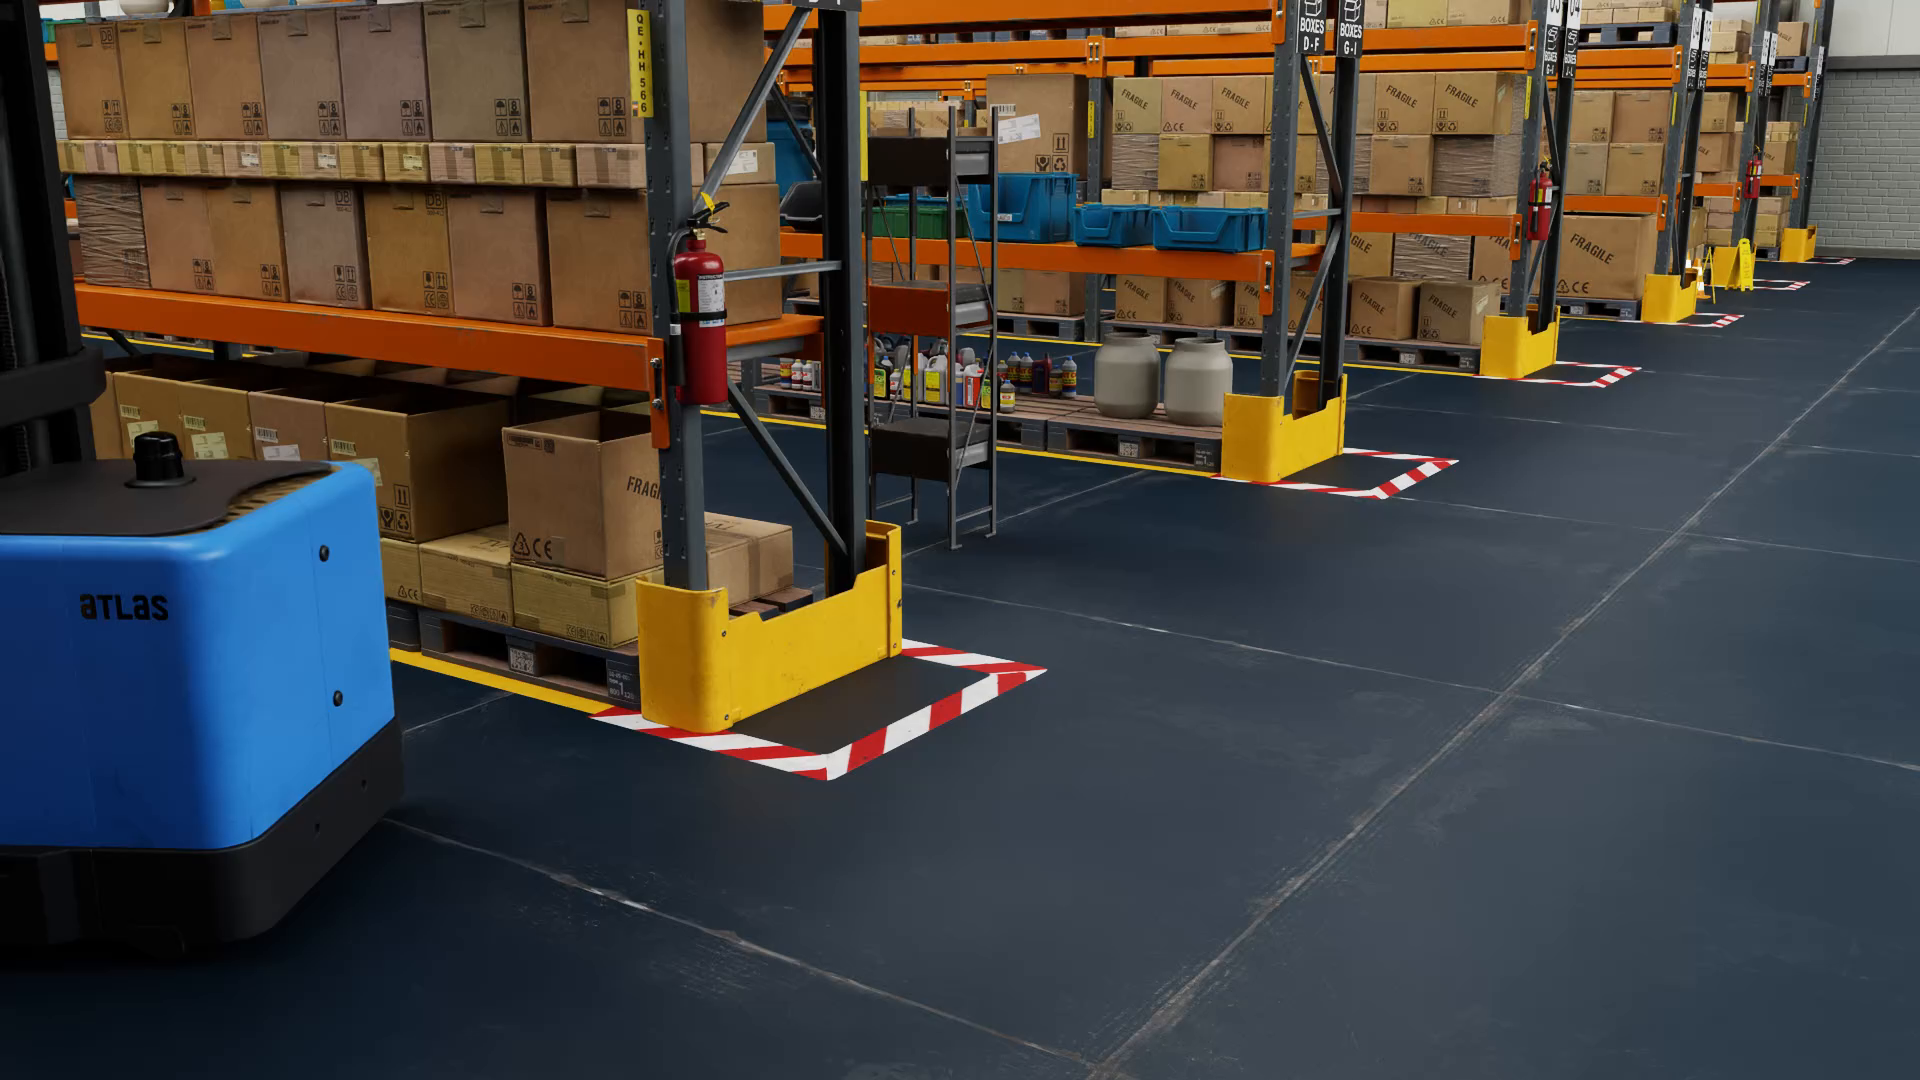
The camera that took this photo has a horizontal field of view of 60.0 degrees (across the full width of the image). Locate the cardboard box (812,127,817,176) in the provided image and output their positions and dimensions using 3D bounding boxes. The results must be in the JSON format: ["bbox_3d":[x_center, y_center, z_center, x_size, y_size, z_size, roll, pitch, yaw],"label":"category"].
[{"bbox_3d":[-1.328,-4.168,17.837,0.500,0.500,0.500,7,15,26],"label":"cardboard box"}]

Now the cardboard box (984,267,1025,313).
[{"bbox_3d":[0.638,-2.599,16.864,0.500,0.500,0.700,9,17,32],"label":"cardboard box"}]

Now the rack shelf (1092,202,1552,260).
[{"bbox_3d":[3.181,-2.827,14.996,4.000,0.370,1.077,9,17,33],"label":"rack shelf"}]

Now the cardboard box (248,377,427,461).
[{"bbox_3d":[-2.555,-0.377,6.892,0.500,0.500,0.500,9,17,33],"label":"cardboard box"}]

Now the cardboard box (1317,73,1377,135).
[{"bbox_3d":[3.414,-3.744,14.296,0.500,0.500,0.500,9,17,33],"label":"cardboard box"}]

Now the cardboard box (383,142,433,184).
[{"bbox_3d":[-1.971,-1.448,6.372,0.250,0.149,0.380,10,17,35],"label":"cardboard box"}]

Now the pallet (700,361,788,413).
[{"bbox_3d":[-1.917,-1.200,12.733,1.213,0.211,1.003,9,17,33],"label":"pallet"}]

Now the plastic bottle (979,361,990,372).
[{"bbox_3d":[0.172,-1.034,10.997,0.133,0.283,0.061,9,17,33],"label":"plastic bottle"}]

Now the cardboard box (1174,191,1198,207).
[{"bbox_3d":[2.167,-3.137,15.278,0.250,0.149,0.380,9,17,33],"label":"cardboard box"}]

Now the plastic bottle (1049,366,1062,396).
[{"bbox_3d":[0.659,-1.094,11.410,0.097,0.201,0.097,0,14,0],"label":"plastic bottle"}]

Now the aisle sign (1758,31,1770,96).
[{"bbox_3d":[10.260,-6.079,21.229,0.004,0.787,0.394,9,17,33],"label":"aisle sign"}]

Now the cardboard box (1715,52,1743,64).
[{"bbox_3d":[9.919,-6.210,21.446,0.250,0.149,0.380,9,17,33],"label":"cardboard box"}]

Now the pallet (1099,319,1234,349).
[{"bbox_3d":[2.098,-2.007,15.993,1.213,0.211,1.003,9,17,33],"label":"pallet"}]

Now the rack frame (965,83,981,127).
[{"bbox_3d":[0.414,-6.493,28.309,0.127,3.000,1.000,9,17,33],"label":"rack frame"}]

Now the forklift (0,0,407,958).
[{"bbox_3d":[-3.194,-0.516,4.306,3.031,2.935,1.130,1,14,3],"label":"forklift"}]

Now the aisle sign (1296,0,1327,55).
[{"bbox_3d":[1.970,-3.113,9.246,0.004,0.787,0.394,9,17,33],"label":"aisle sign"}]

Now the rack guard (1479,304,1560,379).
[{"bbox_3d":[4.777,-1.704,14.168,0.348,0.500,1.175,9,17,33],"label":"rack guard"}]

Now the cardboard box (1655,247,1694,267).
[{"bbox_3d":[9.530,-3.811,22.323,0.500,0.250,0.500,9,17,33],"label":"cardboard box"}]

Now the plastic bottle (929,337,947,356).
[{"bbox_3d":[-0.121,-1.286,11.874,0.185,0.351,0.144,9,17,32],"label":"plastic bottle"}]

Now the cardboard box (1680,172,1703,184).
[{"bbox_3d":[9.669,-4.781,21.917,0.250,0.149,0.380,9,16,32],"label":"cardboard box"}]

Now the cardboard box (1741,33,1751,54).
[{"bbox_3d":[10.102,-6.532,21.917,0.500,0.250,0.500,9,16,32],"label":"cardboard box"}]

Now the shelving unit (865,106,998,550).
[{"bbox_3d":[-0.137,-1.041,8.161,0.503,2.100,0.431,9,17,33],"label":"shelving unit"}]

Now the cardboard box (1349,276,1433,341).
[{"bbox_3d":[3.816,-2.058,14.724,0.500,0.500,0.500,-12,18,-39],"label":"cardboard box"}]

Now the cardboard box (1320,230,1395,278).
[{"bbox_3d":[4.856,-3.494,19.741,0.875,0.875,0.875,9,17,34],"label":"cardboard box"}]

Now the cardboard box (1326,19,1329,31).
[{"bbox_3d":[3.042,-4.508,14.361,0.500,0.250,0.500,9,16,32],"label":"cardboard box"}]

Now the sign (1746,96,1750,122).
[{"bbox_3d":[10.044,-5.491,21.195,0.005,0.325,0.100,9,17,33],"label":"sign"}]

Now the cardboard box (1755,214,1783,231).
[{"bbox_3d":[12.560,-4.988,26.040,0.500,0.250,0.500,9,16,32],"label":"cardboard box"}]

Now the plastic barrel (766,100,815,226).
[{"bbox_3d":[-1.395,-2.812,12.397,0.708,0.901,0.600,9,17,33],"label":"plastic barrel"}]

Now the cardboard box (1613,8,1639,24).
[{"bbox_3d":[7.018,-5.480,17.418,0.250,0.149,0.380,9,17,33],"label":"cardboard box"}]

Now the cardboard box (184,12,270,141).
[{"bbox_3d":[-2.804,-1.954,7.068,0.500,0.500,0.700,9,17,33],"label":"cardboard box"}]

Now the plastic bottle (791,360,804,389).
[{"bbox_3d":[-1.139,-1.168,11.706,0.097,0.201,0.097,0,14,0],"label":"plastic bottle"}]

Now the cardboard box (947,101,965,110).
[{"bbox_3d":[-0.020,-7.319,28.010,0.250,0.149,0.380,9,16,32],"label":"cardboard box"}]

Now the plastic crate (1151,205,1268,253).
[{"bbox_3d":[1.494,-1.855,9.885,0.616,0.251,0.499,9,17,33],"label":"plastic crate"}]

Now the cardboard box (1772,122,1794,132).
[{"bbox_3d":[12.723,-6.387,25.707,0.250,0.149,0.380,9,17,33],"label":"cardboard box"}]

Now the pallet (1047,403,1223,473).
[{"bbox_3d":[1.315,-0.677,10.620,1.213,0.211,1.003,9,17,33],"label":"pallet"}]

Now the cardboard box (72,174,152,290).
[{"bbox_3d":[-3.639,-1.460,7.769,0.500,0.500,0.700,9,16,31],"label":"cardboard box"}]

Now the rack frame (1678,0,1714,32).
[{"bbox_3d":[7.692,-6.795,17.046,0.127,3.000,1.000,9,17,33],"label":"rack frame"}]

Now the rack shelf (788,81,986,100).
[{"bbox_3d":[-1.246,-7.868,29.119,4.000,0.370,1.077,9,17,33],"label":"rack shelf"}]

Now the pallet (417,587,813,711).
[{"bbox_3d":[-1.350,0.326,6.565,1.213,0.211,1.003,9,17,33],"label":"pallet"}]

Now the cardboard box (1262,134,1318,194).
[{"bbox_3d":[3.118,-3.368,14.859,0.500,0.500,0.875,9,17,33],"label":"cardboard box"}]

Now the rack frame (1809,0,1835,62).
[{"bbox_3d":[13.138,-8.786,25.088,0.127,3.000,1.000,9,17,33],"label":"rack frame"}]

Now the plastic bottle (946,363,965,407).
[{"bbox_3d":[-0.002,-1.028,10.987,0.135,0.276,0.152,9,16,31],"label":"plastic bottle"}]

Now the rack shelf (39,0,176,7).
[{"bbox_3d":[-5.670,-2.844,8.826,4.000,0.370,1.077,9,17,33],"label":"rack shelf"}]

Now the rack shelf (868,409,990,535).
[{"bbox_3d":[-0.137,-0.349,8.332,0.480,0.518,0.431,9,17,33],"label":"rack shelf"}]

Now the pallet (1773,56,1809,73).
[{"bbox_3d":[12.566,-7.387,25.863,1.213,0.211,1.003,9,17,33],"label":"pallet"}]

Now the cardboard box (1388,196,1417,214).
[{"bbox_3d":[3.846,-2.876,14.222,0.250,0.149,0.380,9,17,33],"label":"cardboard box"}]

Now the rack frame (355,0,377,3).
[{"bbox_3d":[-4.562,-5.905,13.450,0.127,3.000,1.000,9,17,33],"label":"rack frame"}]

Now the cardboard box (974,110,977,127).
[{"bbox_3d":[0.154,-7.139,28.630,0.500,0.500,0.500,9,17,33],"label":"cardboard box"}]

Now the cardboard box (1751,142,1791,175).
[{"bbox_3d":[12.583,-5.936,25.851,0.500,0.500,0.500,9,16,32],"label":"cardboard box"}]

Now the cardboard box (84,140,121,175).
[{"bbox_3d":[-3.688,-1.724,7.489,0.250,0.149,0.380,9,17,34],"label":"cardboard box"}]
